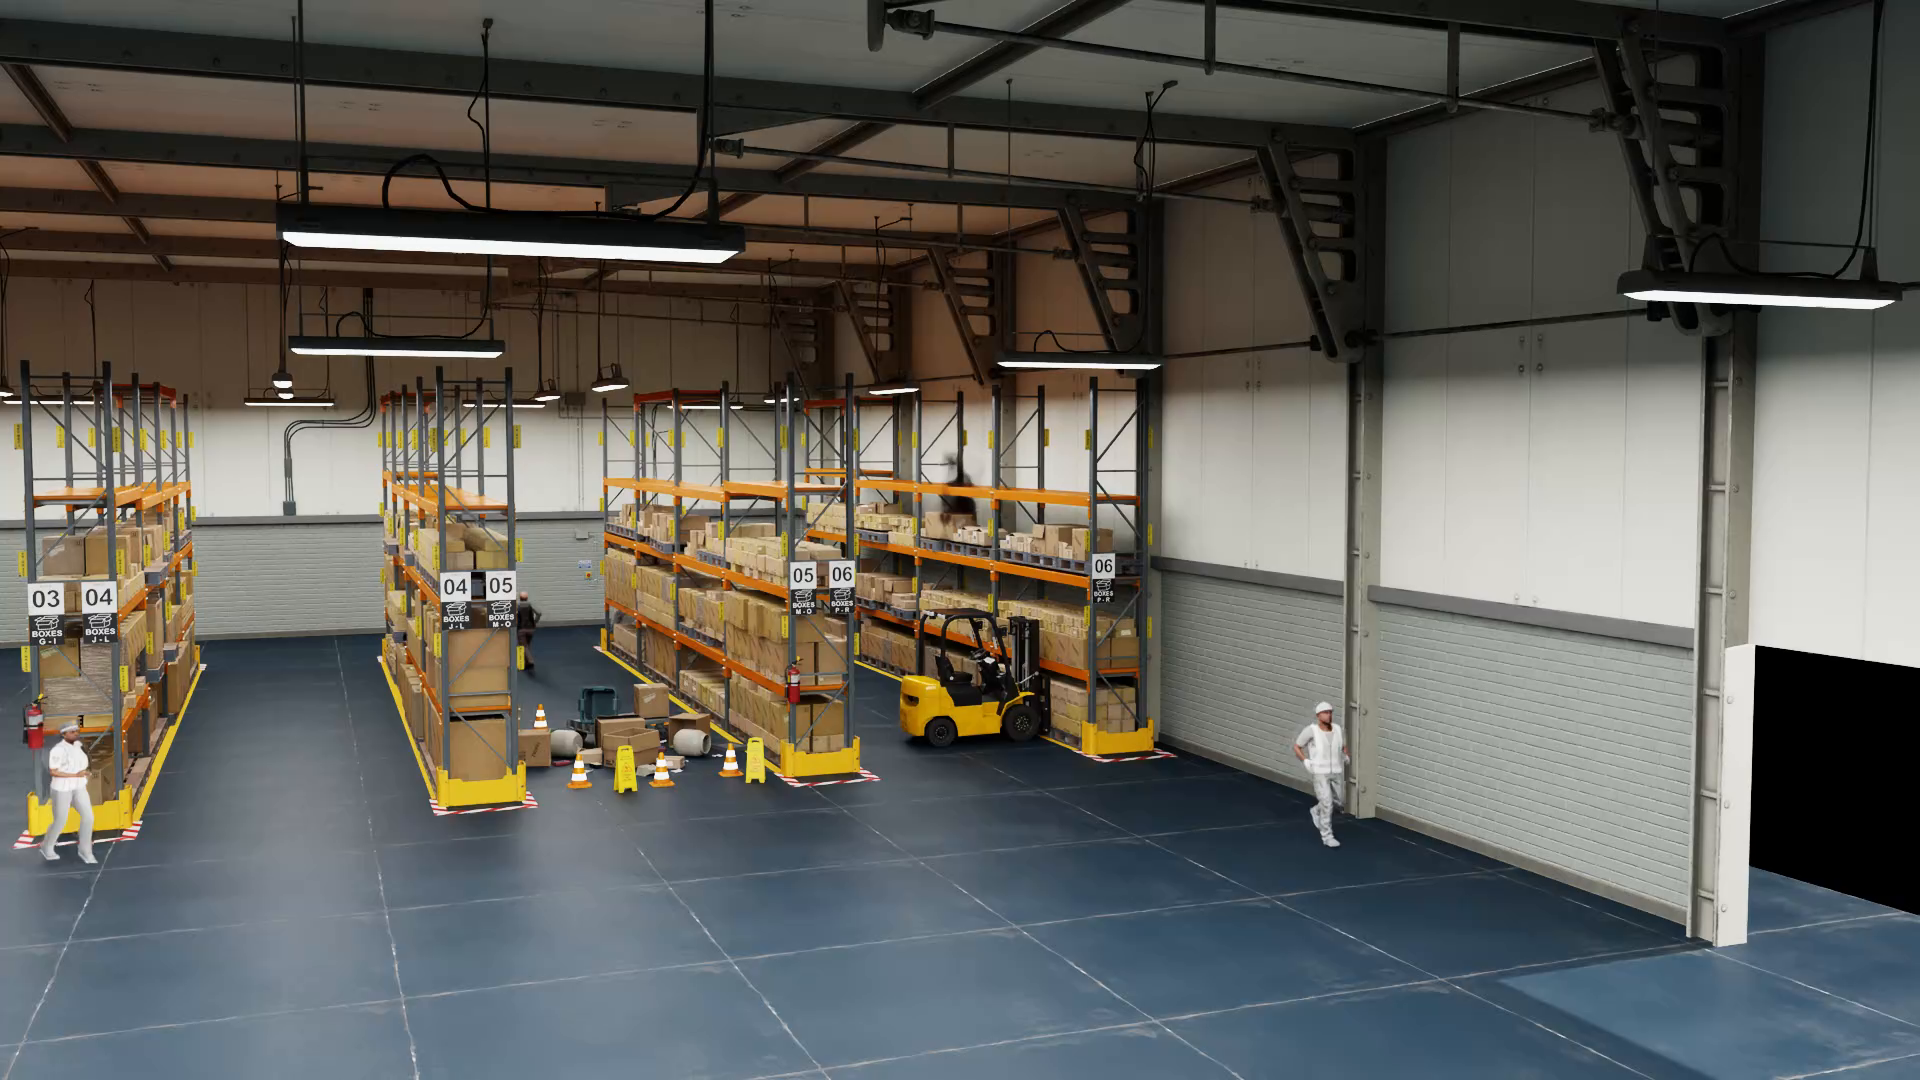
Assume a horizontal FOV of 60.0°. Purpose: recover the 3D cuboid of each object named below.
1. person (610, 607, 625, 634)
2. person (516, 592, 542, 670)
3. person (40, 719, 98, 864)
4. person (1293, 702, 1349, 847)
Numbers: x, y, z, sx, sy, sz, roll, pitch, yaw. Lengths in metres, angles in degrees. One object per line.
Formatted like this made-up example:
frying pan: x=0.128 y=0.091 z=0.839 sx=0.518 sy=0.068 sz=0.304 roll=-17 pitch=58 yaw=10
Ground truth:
person: x=-8.394 y=1.716 z=41.003 sx=0.765 sy=1.639 sz=0.673 roll=0 pitch=3 yaw=2
person: x=-9.358 y=2.010 z=35.749 sx=0.626 sy=1.779 sz=0.933 roll=-3 pitch=4 yaw=-36
person: x=-10.524 y=2.991 z=19.649 sx=0.756 sy=1.773 sz=0.597 roll=1 pitch=4 yaw=19
person: x=4.517 y=2.887 z=20.655 sx=0.696 sy=1.750 sz=0.809 roll=-1 pitch=4 yaw=-18
